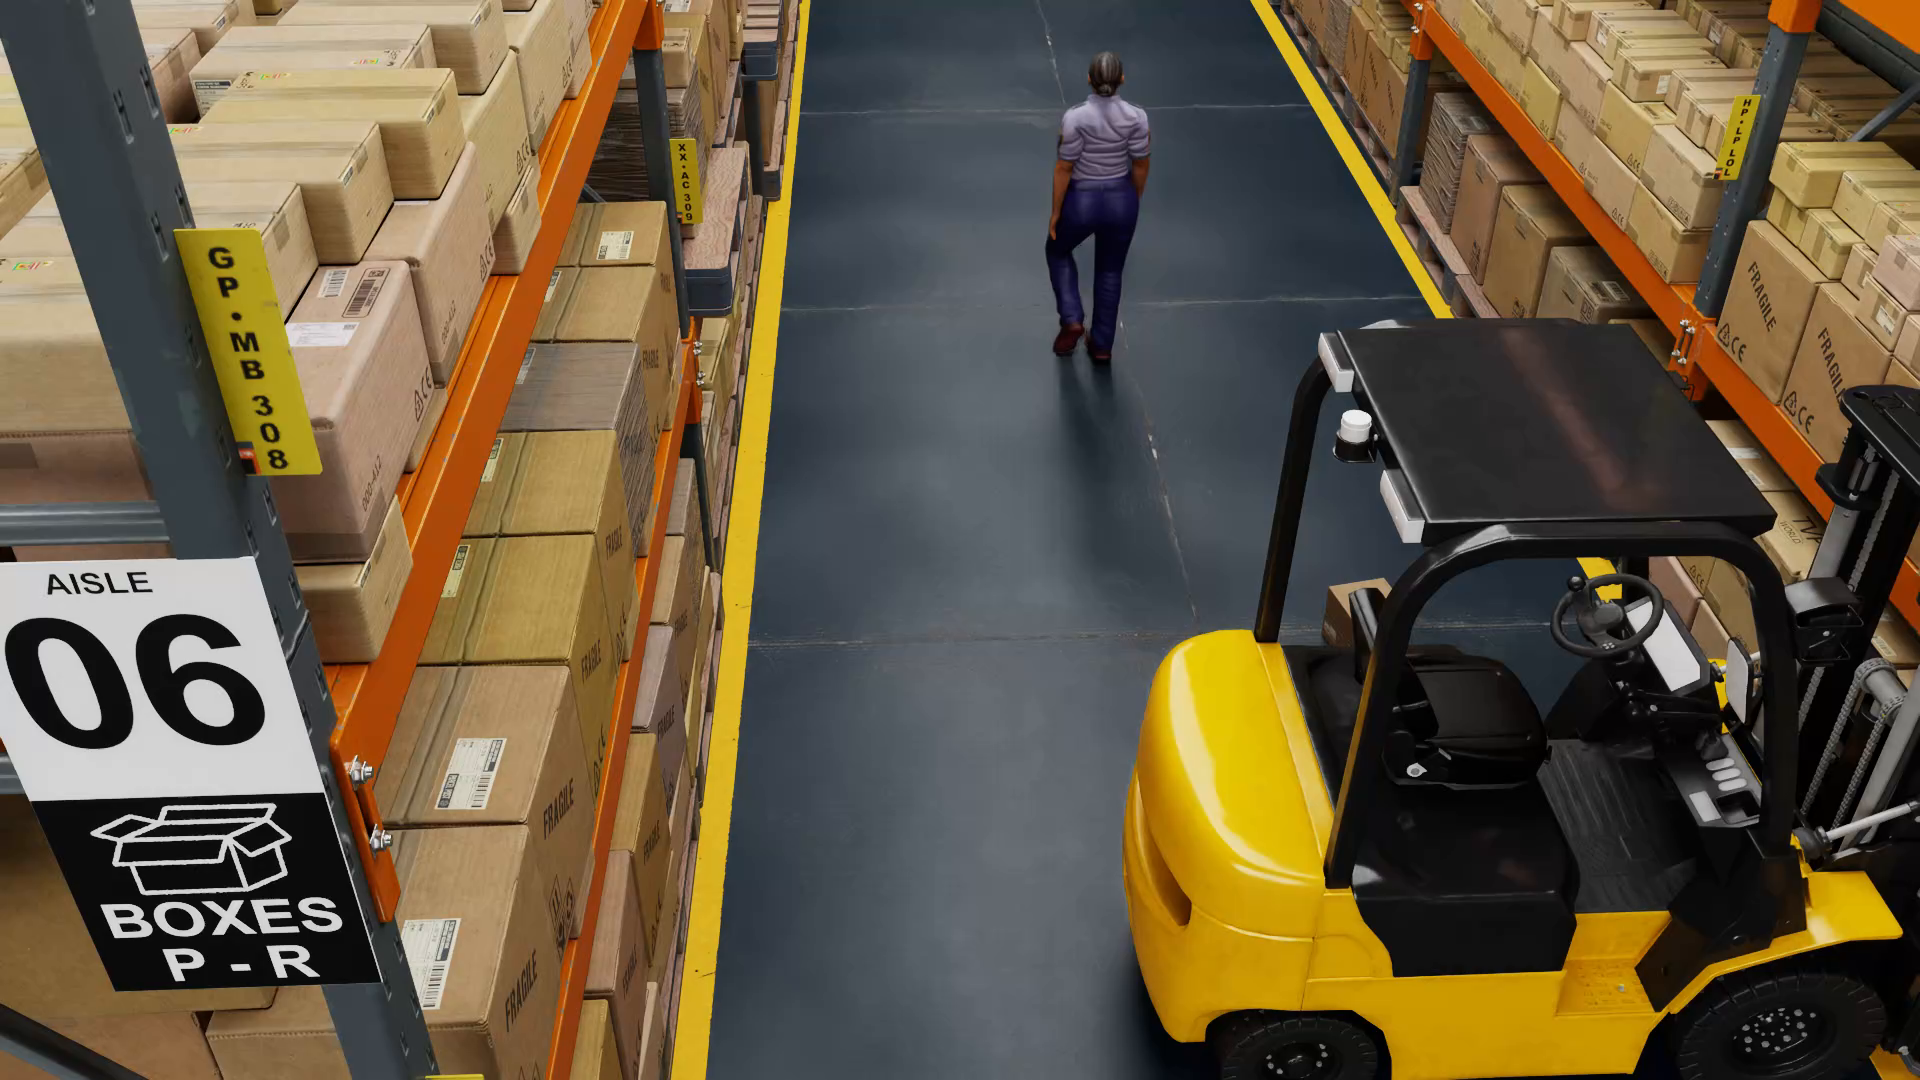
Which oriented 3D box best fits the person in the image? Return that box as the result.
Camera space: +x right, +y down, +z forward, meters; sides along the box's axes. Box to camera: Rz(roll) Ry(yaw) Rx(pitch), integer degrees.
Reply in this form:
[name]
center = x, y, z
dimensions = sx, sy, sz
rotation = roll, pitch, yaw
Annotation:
[person]
center = 0.694, -1.703, 8.544
dimensions = 0.508, 1.656, 0.444
rotation = -4, 36, -5
